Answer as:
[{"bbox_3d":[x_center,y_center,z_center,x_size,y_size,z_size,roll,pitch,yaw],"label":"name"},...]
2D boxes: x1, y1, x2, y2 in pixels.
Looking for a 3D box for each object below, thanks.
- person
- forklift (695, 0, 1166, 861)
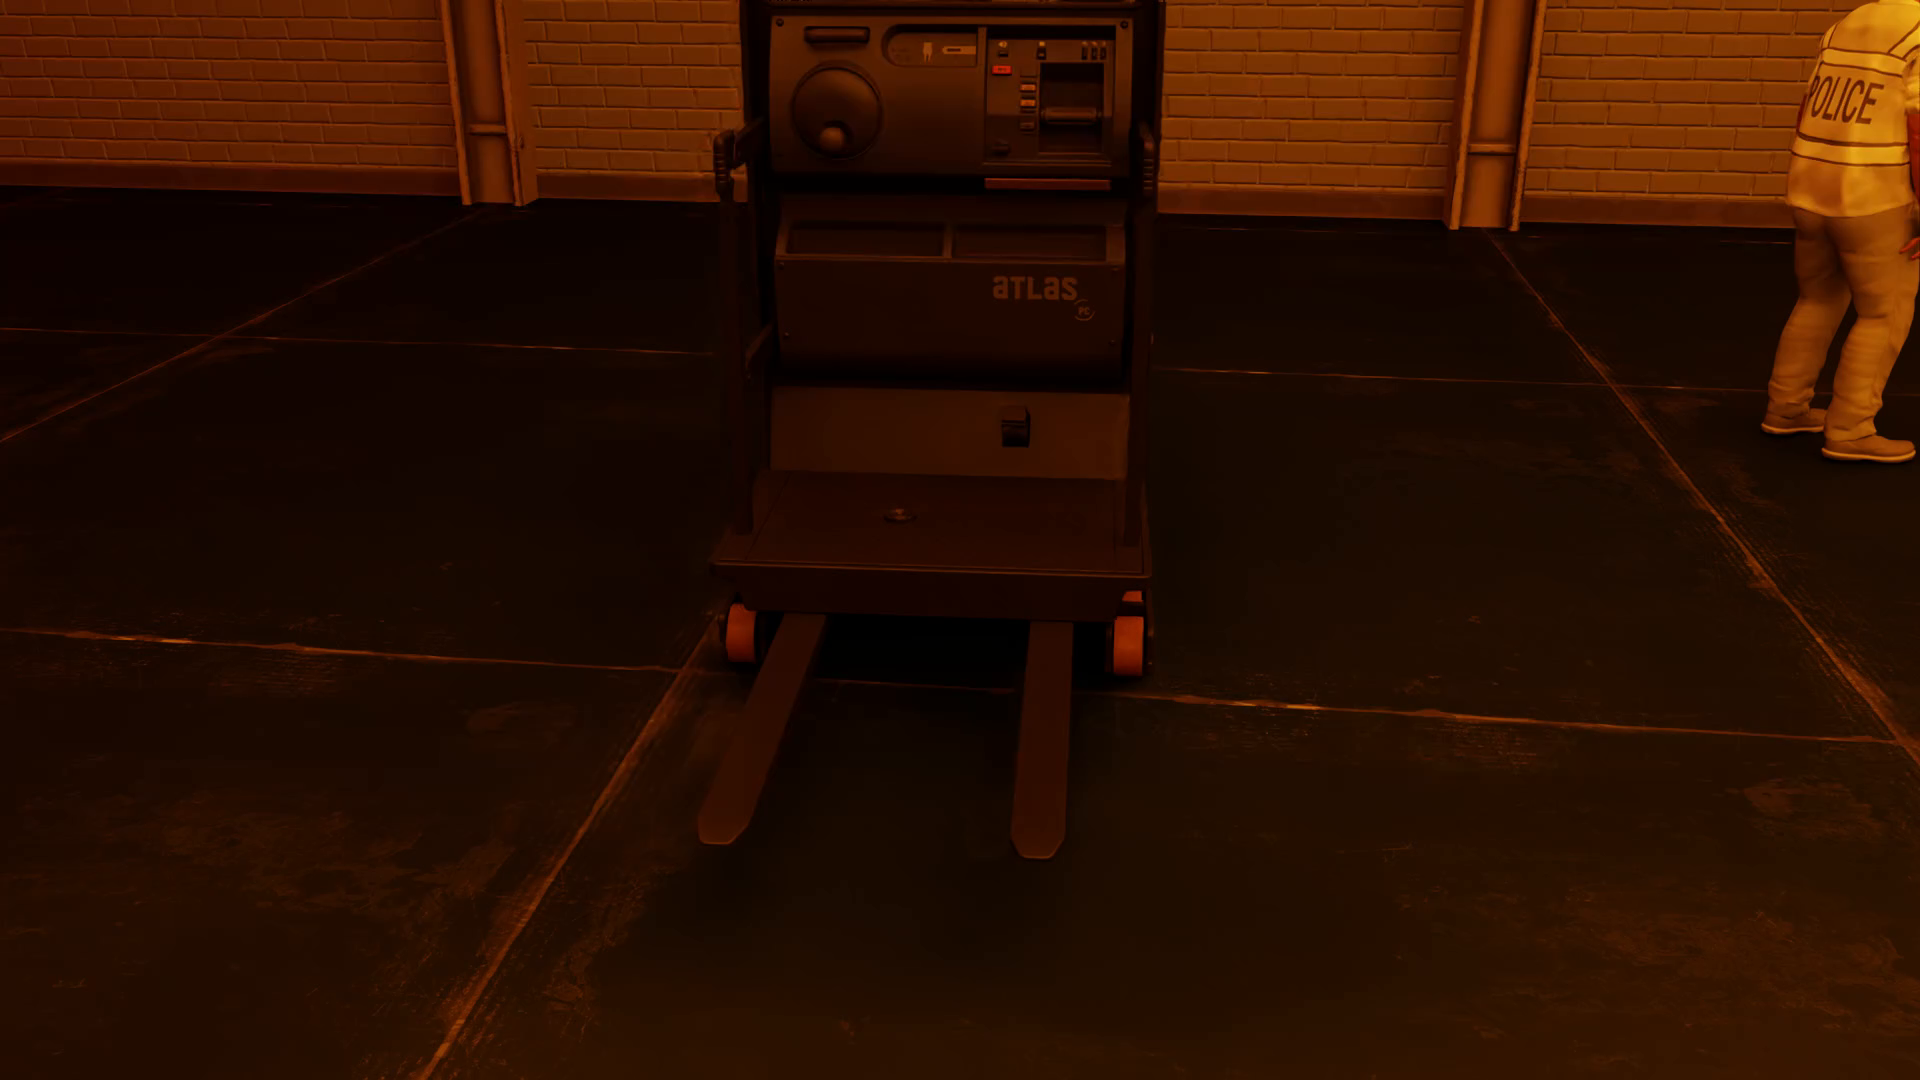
[{"bbox_3d":[3.103,-1.165,5.731,0.439,1.747,0.585,-7,23,-16],"label":"person"},{"bbox_3d":[-0.041,-1.131,4.063,1.130,2.935,3.031,2,22,4],"label":"forklift"}]
